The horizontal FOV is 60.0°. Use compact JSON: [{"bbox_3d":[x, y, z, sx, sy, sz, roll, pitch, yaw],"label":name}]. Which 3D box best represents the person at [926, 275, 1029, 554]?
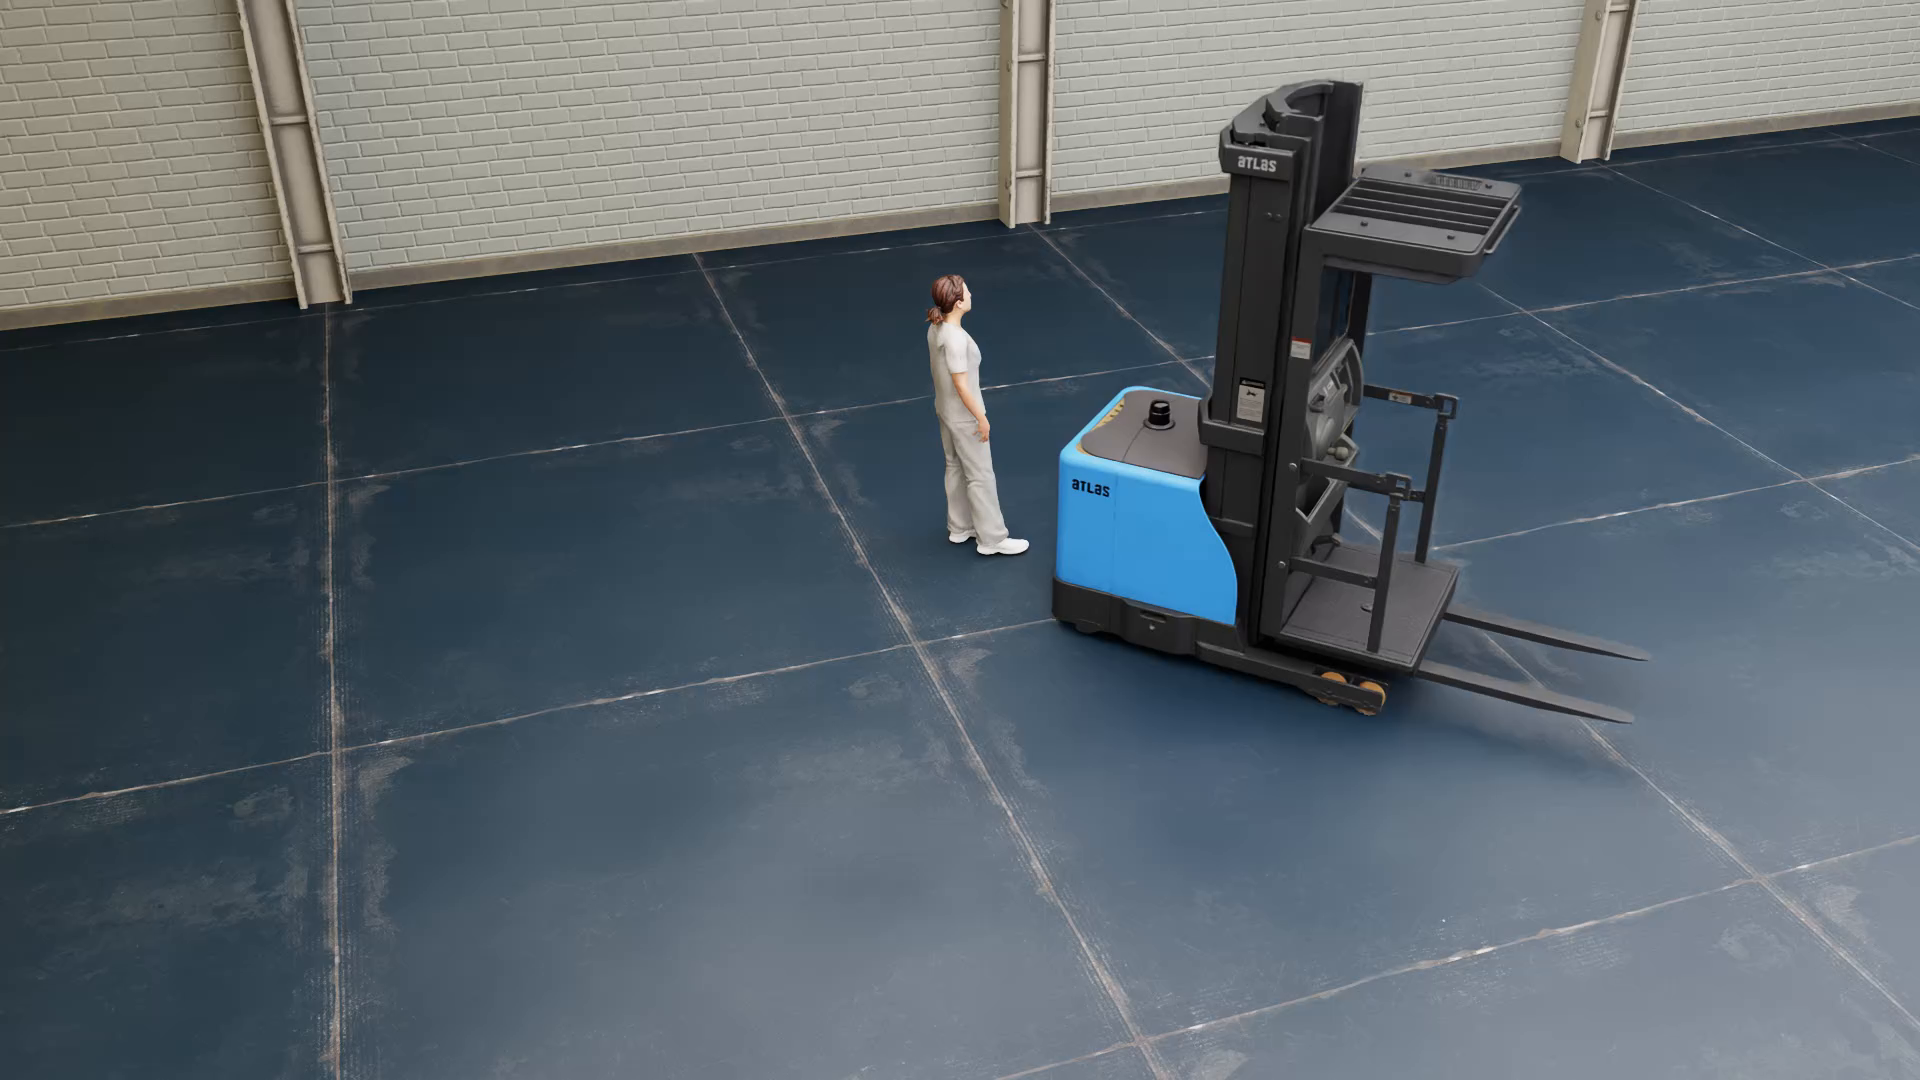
[{"bbox_3d":[0.074,-0.738,9.613,0.548,1.674,0.549,-10,31,-16],"label":"person"}]

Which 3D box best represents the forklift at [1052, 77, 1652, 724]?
[{"bbox_3d":[2.058,-0.682,8.272,3.031,2.935,1.130,14,33,23],"label":"forklift"}]
